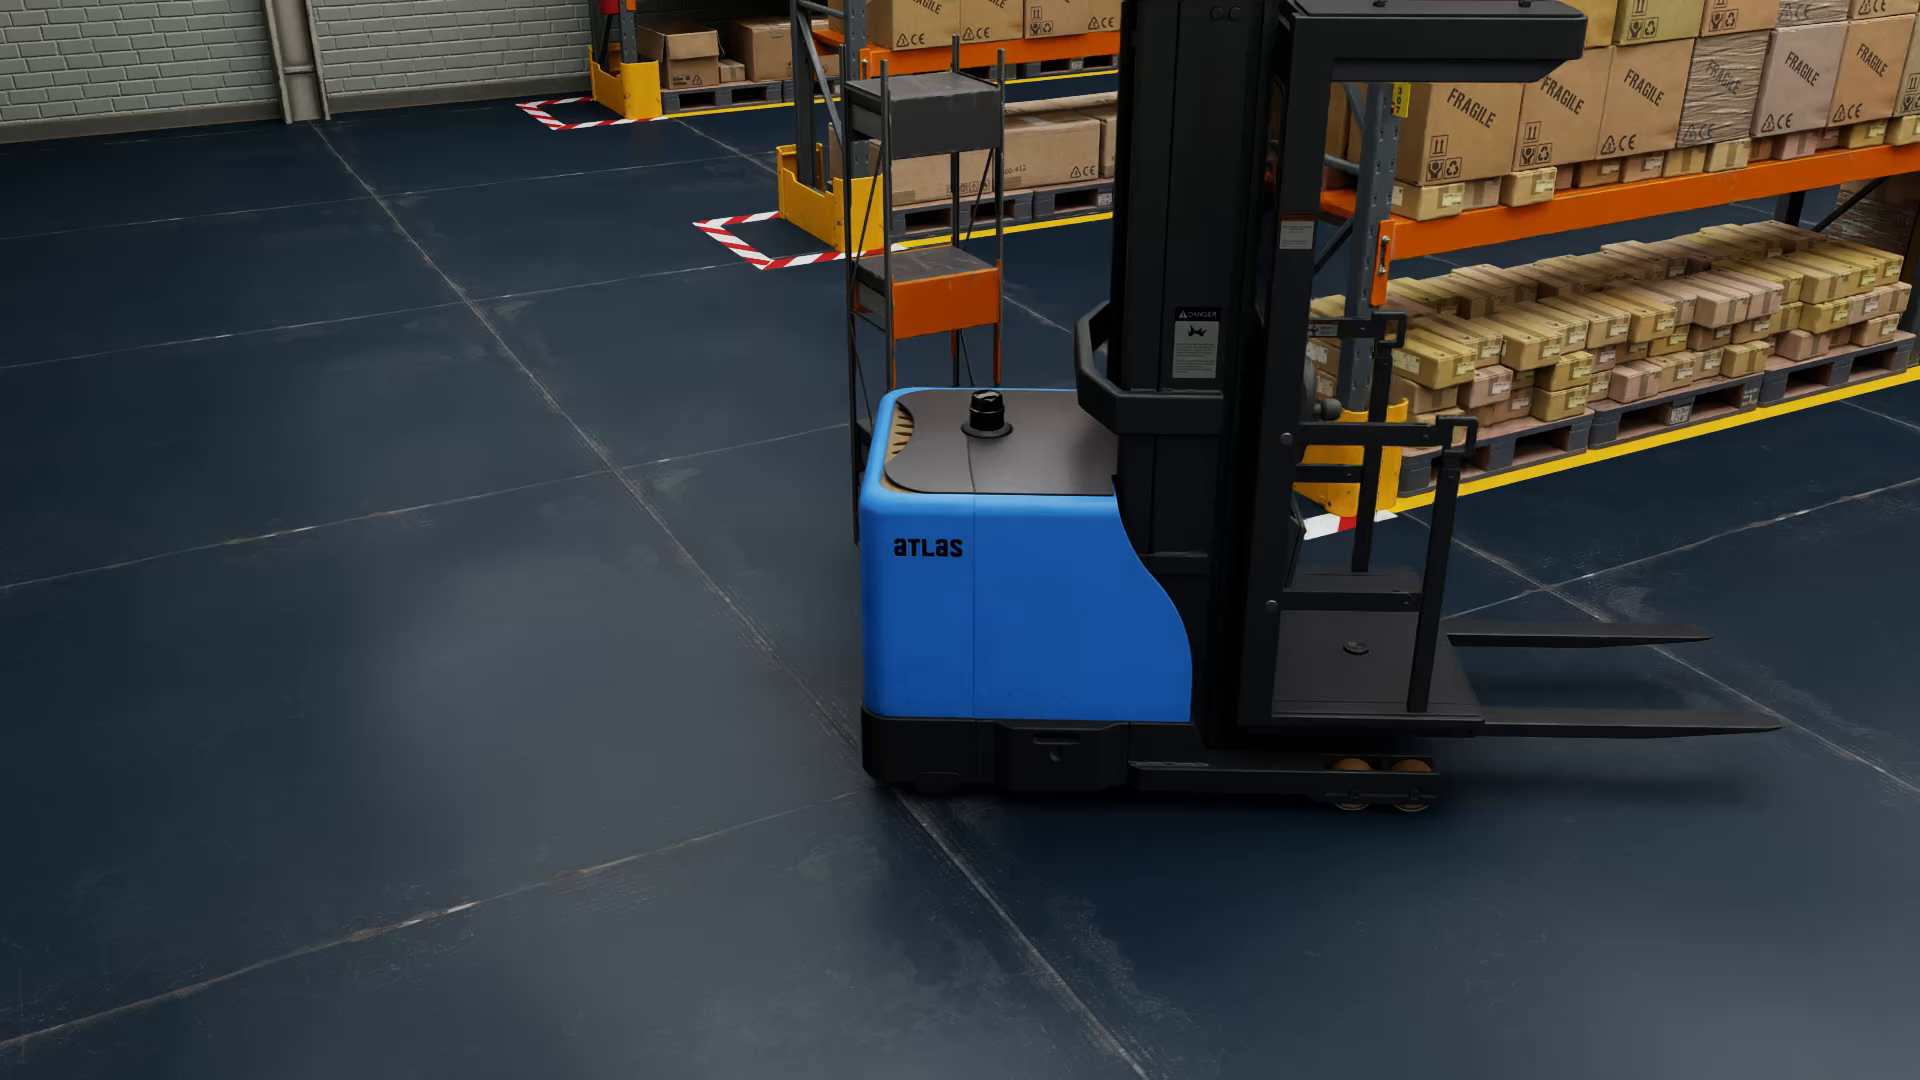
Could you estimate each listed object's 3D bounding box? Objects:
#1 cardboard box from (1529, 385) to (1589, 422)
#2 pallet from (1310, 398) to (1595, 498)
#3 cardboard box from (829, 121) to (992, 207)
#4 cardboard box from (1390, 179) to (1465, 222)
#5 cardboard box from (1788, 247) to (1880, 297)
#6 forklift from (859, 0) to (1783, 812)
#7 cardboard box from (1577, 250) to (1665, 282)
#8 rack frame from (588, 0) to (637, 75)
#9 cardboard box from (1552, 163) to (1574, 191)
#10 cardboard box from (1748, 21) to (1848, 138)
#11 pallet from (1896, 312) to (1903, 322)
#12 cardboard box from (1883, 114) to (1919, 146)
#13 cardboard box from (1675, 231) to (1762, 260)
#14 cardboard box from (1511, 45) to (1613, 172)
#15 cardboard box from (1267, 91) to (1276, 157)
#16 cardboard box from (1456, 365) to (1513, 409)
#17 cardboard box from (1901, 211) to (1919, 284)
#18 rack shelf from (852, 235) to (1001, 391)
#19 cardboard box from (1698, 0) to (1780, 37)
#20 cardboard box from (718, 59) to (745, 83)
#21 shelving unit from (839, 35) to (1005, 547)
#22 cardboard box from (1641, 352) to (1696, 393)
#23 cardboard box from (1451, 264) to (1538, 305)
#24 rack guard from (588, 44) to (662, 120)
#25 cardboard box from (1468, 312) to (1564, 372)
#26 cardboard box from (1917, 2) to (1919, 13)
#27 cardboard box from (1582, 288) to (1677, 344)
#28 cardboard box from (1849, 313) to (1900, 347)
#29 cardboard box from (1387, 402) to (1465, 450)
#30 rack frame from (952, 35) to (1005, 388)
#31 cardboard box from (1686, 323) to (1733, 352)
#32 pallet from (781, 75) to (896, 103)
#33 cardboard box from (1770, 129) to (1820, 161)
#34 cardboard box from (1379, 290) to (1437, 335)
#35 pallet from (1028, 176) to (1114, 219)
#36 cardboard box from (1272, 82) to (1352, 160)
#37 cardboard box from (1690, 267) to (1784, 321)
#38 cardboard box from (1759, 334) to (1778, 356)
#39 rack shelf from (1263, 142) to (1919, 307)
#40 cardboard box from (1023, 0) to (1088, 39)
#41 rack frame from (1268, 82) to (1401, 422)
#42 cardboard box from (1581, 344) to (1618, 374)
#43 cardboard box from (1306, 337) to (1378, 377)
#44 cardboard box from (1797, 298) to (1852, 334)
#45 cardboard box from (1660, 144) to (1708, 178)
[{"bbox_3d":[2.820,-0.721,8.096,0.250,0.149,0.380,-13,28,-24],"label":"cardboard box"},{"bbox_3d":[2.322,-0.595,8.246,1.213,0.211,1.003,-13,29,-25],"label":"pallet"},{"bbox_3d":[-0.362,-2.762,12.011,0.875,0.438,0.875,-14,29,-27],"label":"cardboard box"},{"bbox_3d":[1.962,-1.512,7.225,0.250,0.149,0.380,-13,29,-26],"label":"cardboard box"},{"bbox_3d":[4.653,-1.433,8.890,0.250,0.149,0.380,-13,28,-24],"label":"cardboard box"},{"bbox_3d":[1.203,-0.673,5.265,3.031,2.935,1.130,1,26,2],"label":"forklift"},{"bbox_3d":[3.495,-1.408,8.837,0.250,0.149,0.380,-14,29,-27],"label":"cardboard box"},{"bbox_3d":[-3.236,-5.450,15.135,0.127,3.000,1.000,-13,29,-25],"label":"rack frame"},{"bbox_3d":[2.594,-1.720,7.656,0.250,0.149,0.380,-12,28,-23],"label":"cardboard box"},{"bbox_3d":[3.859,-2.266,8.045,0.500,0.500,0.500,-13,29,-25],"label":"cardboard box"},{"bbox_3d":[5.737,-1.402,9.925,1.213,0.211,1.003,-13,29,-25],"label":"pallet"},{"bbox_3d":[4.733,-2.145,8.542,0.250,0.149,0.380,-14,29,-26],"label":"cardboard box"},{"bbox_3d":[4.179,-1.577,9.190,0.250,0.149,0.380,-13,29,-26],"label":"cardboard box"},{"bbox_3d":[2.508,-1.969,7.426,0.500,0.500,0.500,-13,29,-25],"label":"cardboard box"},{"bbox_3d":[2.028,-3.317,13.168,0.875,0.438,0.875,-13,29,-26],"label":"cardboard box"},{"bbox_3d":[2.373,-0.766,7.845,0.250,0.149,0.380,-13,29,-25],"label":"cardboard box"},{"bbox_3d":[5.828,-1.611,9.543,0.500,0.500,0.500,-12,28,-23],"label":"cardboard box"},{"bbox_3d":[-0.146,-0.901,6.731,0.480,0.518,0.431,-13,29,-25],"label":"rack shelf"},{"bbox_3d":[3.402,-2.613,7.611,0.500,0.500,0.500,-14,29,-27],"label":"cardboard box"},{"bbox_3d":[-2.258,-4.514,15.994,0.250,0.149,0.380,-14,29,-27],"label":"cardboard box"},{"bbox_3d":[-0.146,-0.913,6.725,0.503,2.100,0.431,-13,29,-25],"label":"shelving unit"},{"bbox_3d":[3.493,-0.894,8.454,0.250,0.149,0.380,-13,29,-25],"label":"cardboard box"},{"bbox_3d":[2.756,-1.297,8.607,0.250,0.149,0.380,-12,28,-23],"label":"cardboard box"},{"bbox_3d":[-3.169,-4.338,15.708,0.348,0.500,1.175,-13,29,-25],"label":"rack guard"},{"bbox_3d":[2.613,-0.939,7.861,0.250,0.149,0.380,-13,29,-25],"label":"cardboard box"},{"bbox_3d":[4.764,-2.930,8.274,0.500,0.500,0.500,-14,29,-27],"label":"cardboard box"},{"bbox_3d":[3.296,-1.110,8.217,0.250,0.149,0.380,-13,28,-24],"label":"cardboard box"},{"bbox_3d":[4.865,-1.194,9.079,0.250,0.149,0.380,-13,28,-24],"label":"cardboard box"},{"bbox_3d":[2.135,-0.573,7.787,0.250,0.149,0.380,-12,28,-24],"label":"cardboard box"},{"bbox_3d":[0.069,-0.963,6.829,0.015,2.100,0.400,-13,29,-25],"label":"rack frame"},{"bbox_3d":[3.733,-1.111,8.564,0.250,0.149,0.380,-14,29,-28],"label":"cardboard box"},{"bbox_3d":[-1.391,-4.617,16.624,1.213,0.211,1.003,-13,29,-25],"label":"pallet"},{"bbox_3d":[4.005,-2.003,8.247,0.250,0.149,0.380,-14,29,-27],"label":"cardboard box"},{"bbox_3d":[2.118,-1.091,8.178,0.250,0.149,0.380,-12,28,-24],"label":"cardboard box"},{"bbox_3d":[0.847,-2.737,12.707,1.213,0.211,1.003,-13,29,-25],"label":"pallet"},{"bbox_3d":[1.797,-2.054,7.603,0.500,0.500,0.500,-12,28,-24],"label":"cardboard box"},{"bbox_3d":[3.975,-1.266,8.542,0.250,0.149,0.380,-15,29,-28],"label":"cardboard box"},{"bbox_3d":[4.104,-1.087,8.857,0.250,0.149,0.380,-14,29,-26],"label":"cardboard box"},{"bbox_3d":[3.286,-1.768,8.298,4.000,0.370,1.077,-13,29,-25],"label":"rack shelf"},{"bbox_3d":[0.552,-3.798,11.580,0.500,0.500,0.500,-13,29,-25],"label":"cardboard box"},{"bbox_3d":[1.522,-1.685,7.294,0.127,3.000,1.000,-13,29,-25],"label":"rack frame"},{"bbox_3d":[3.014,-0.951,8.230,0.250,0.149,0.380,-14,29,-28],"label":"cardboard box"},{"bbox_3d":[1.853,-0.940,8.206,0.250,0.149,0.380,-14,29,-26],"label":"cardboard box"},{"bbox_3d":[4.462,-1.231,8.813,0.250,0.149,0.380,-14,29,-27],"label":"cardboard box"},{"bbox_3d":[3.314,-1.850,7.927,0.250,0.149,0.380,-12,28,-23],"label":"cardboard box"}]
